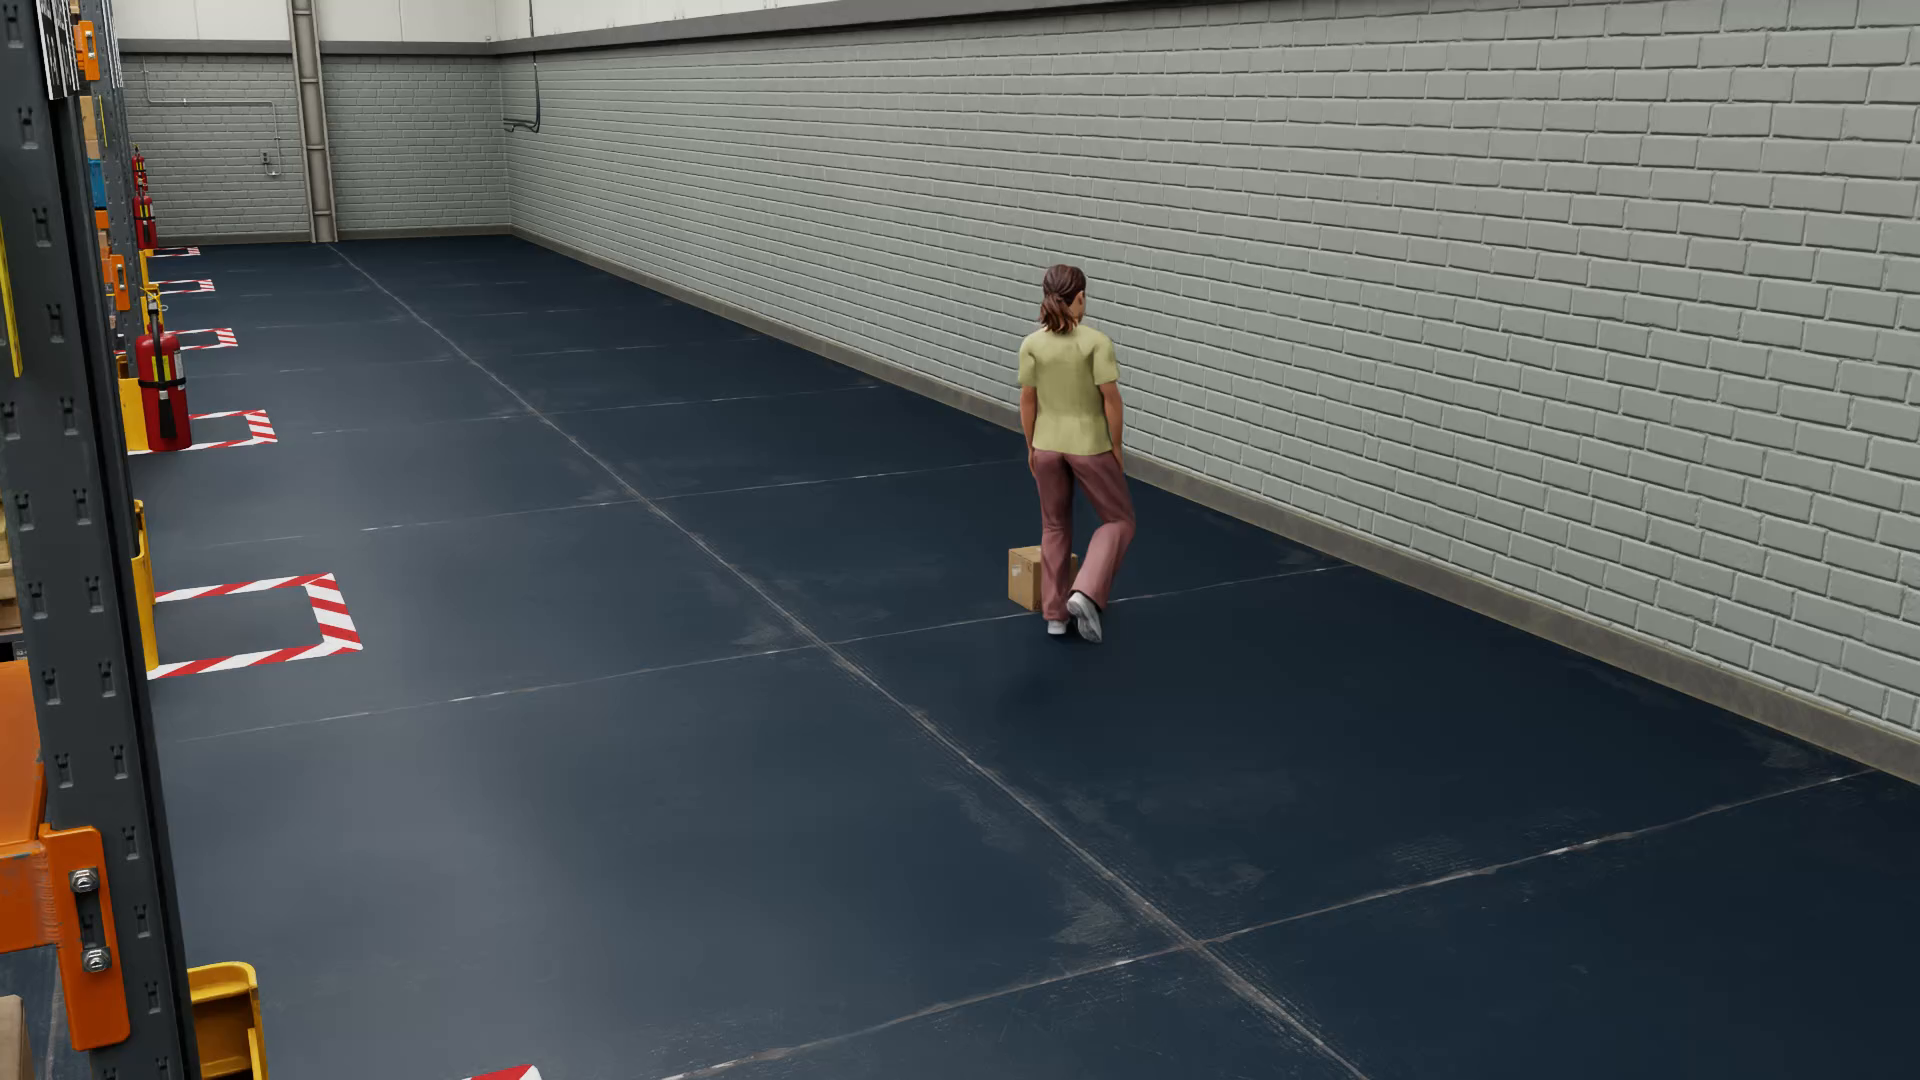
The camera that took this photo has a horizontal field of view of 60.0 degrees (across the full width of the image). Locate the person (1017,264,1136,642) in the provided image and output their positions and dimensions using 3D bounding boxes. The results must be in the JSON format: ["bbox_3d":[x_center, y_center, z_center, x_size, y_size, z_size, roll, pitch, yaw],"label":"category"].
[{"bbox_3d":[0.502,-0.367,7.299,0.504,1.665,0.562,5,16,19],"label":"person"}]
